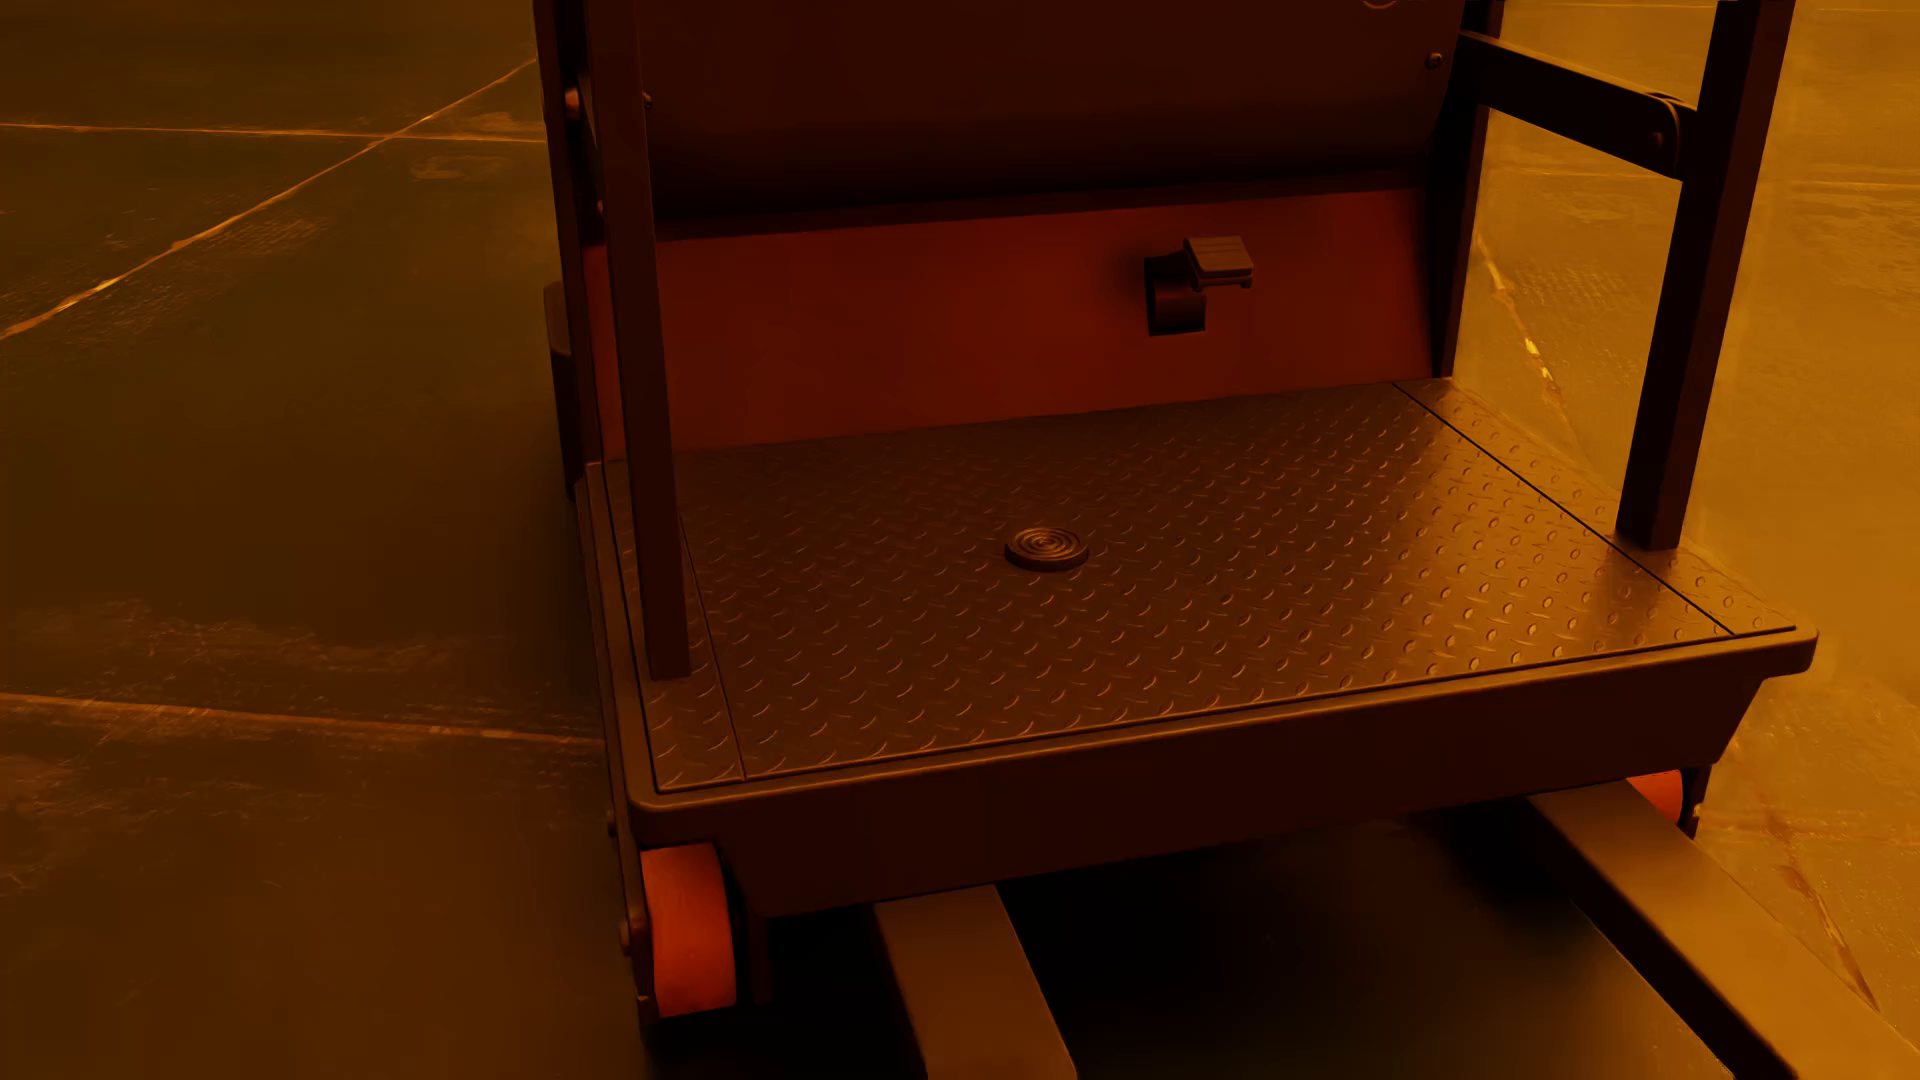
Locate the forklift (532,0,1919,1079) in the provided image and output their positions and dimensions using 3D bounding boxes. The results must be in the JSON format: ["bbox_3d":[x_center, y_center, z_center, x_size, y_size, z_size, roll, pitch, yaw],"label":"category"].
[{"bbox_3d":[0.153,-1.049,1.319,1.130,2.935,3.031,-7,27,-13],"label":"forklift"}]
